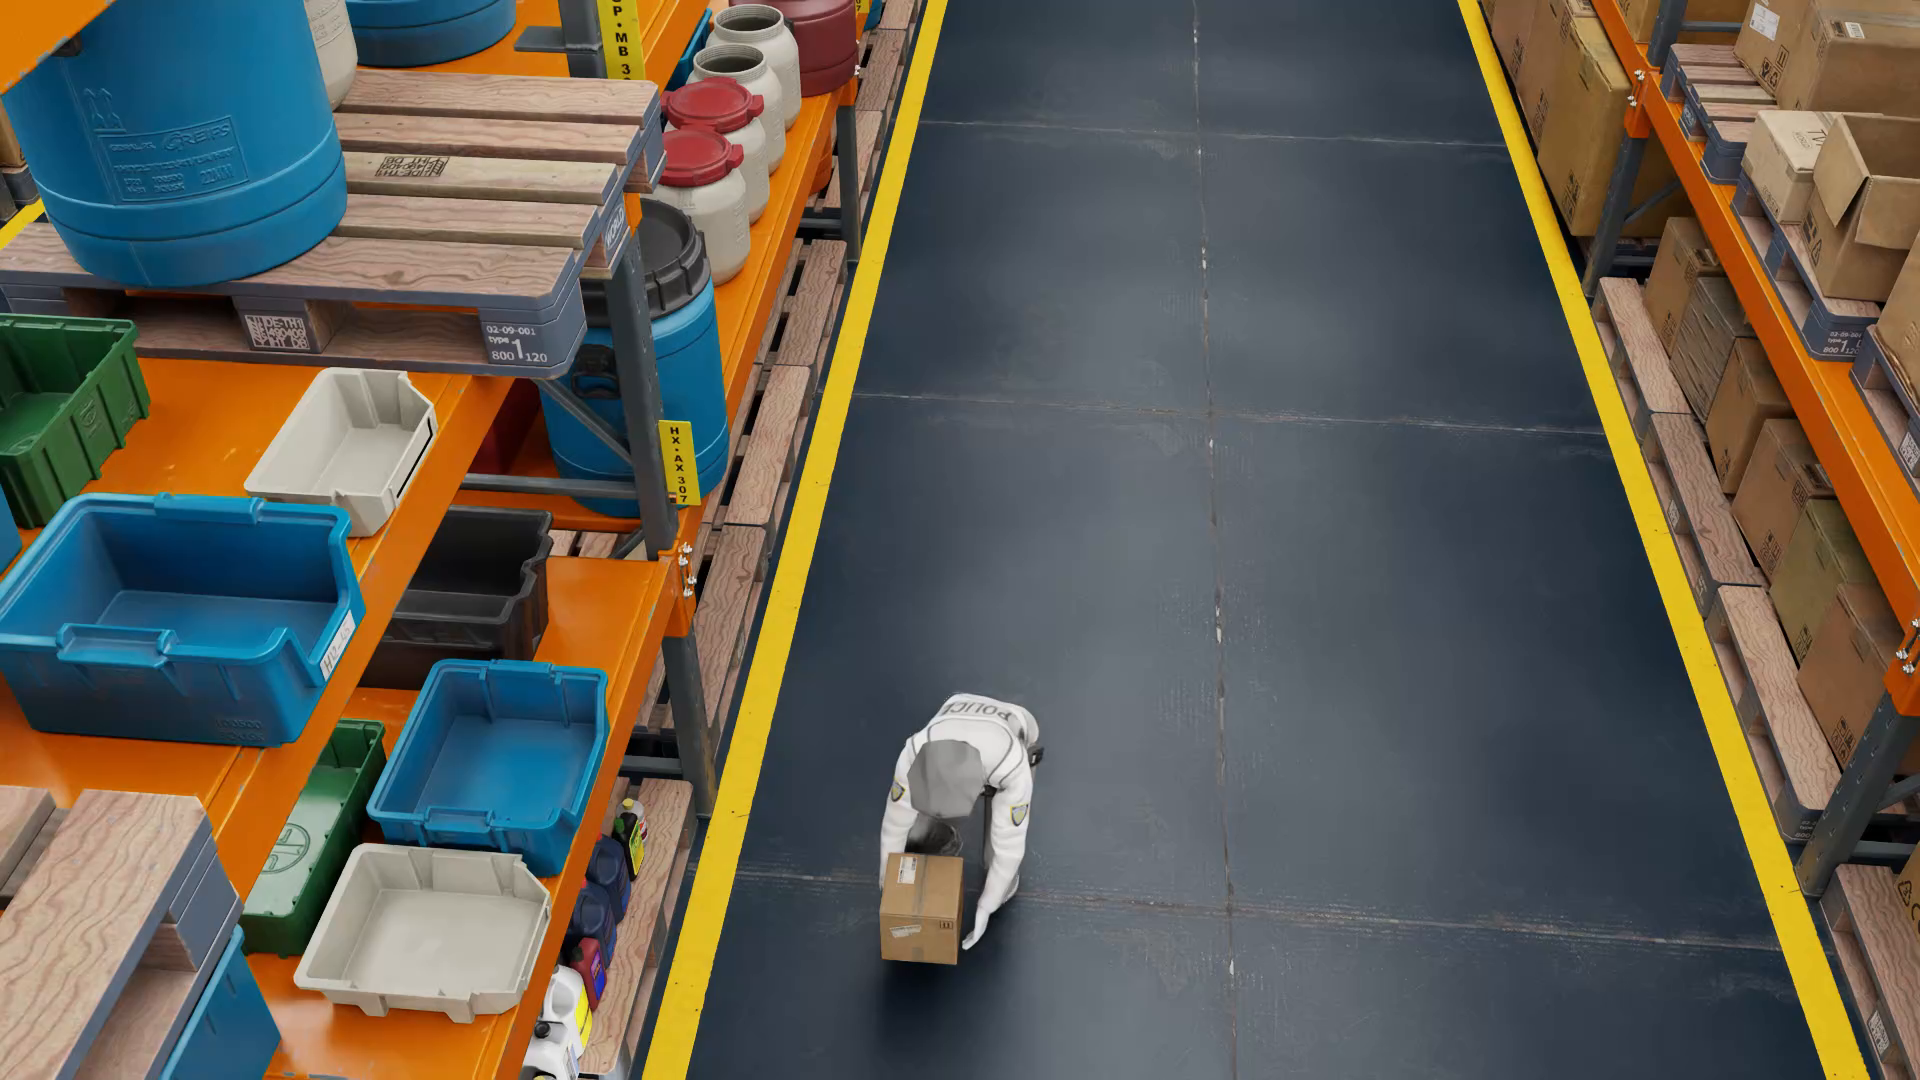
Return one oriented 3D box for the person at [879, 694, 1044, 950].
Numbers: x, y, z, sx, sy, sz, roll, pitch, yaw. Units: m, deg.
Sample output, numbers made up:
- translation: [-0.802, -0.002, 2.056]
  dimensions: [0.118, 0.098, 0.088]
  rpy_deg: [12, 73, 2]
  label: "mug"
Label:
- translation: [0.034, 0.878, 5.635]
  dimensions: [0.488, 1.006, 0.820]
  rpy_deg: [13, 42, 15]
  label: "person"
